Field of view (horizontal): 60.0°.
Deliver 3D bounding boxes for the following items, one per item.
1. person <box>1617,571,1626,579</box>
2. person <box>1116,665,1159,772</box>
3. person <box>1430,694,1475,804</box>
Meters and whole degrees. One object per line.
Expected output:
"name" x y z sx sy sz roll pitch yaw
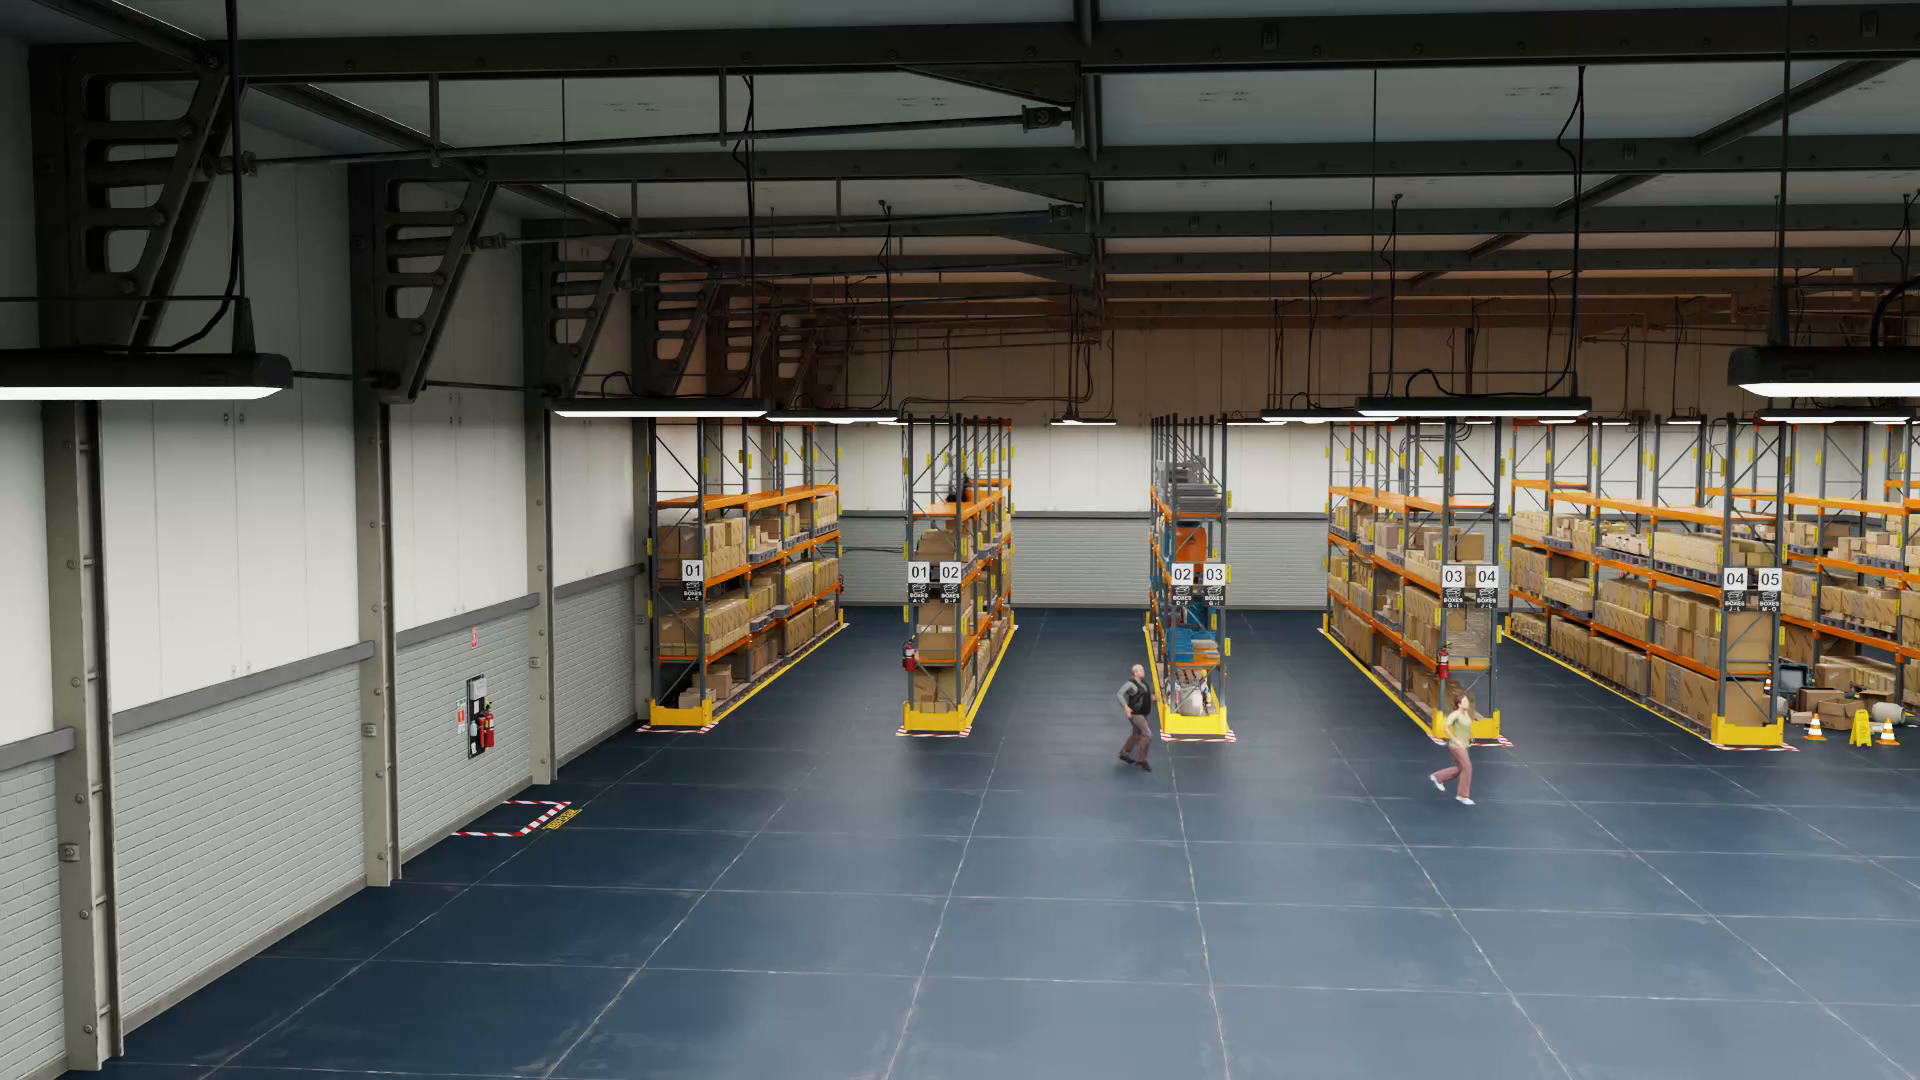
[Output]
"person" 18.758 1.713 47.156 0.631 1.697 0.649 1 4 8
"person" 2.995 2.983 27.957 0.764 1.780 0.630 2 4 31
"person" 7.585 3.188 25.542 0.733 1.687 0.587 3 5 41
